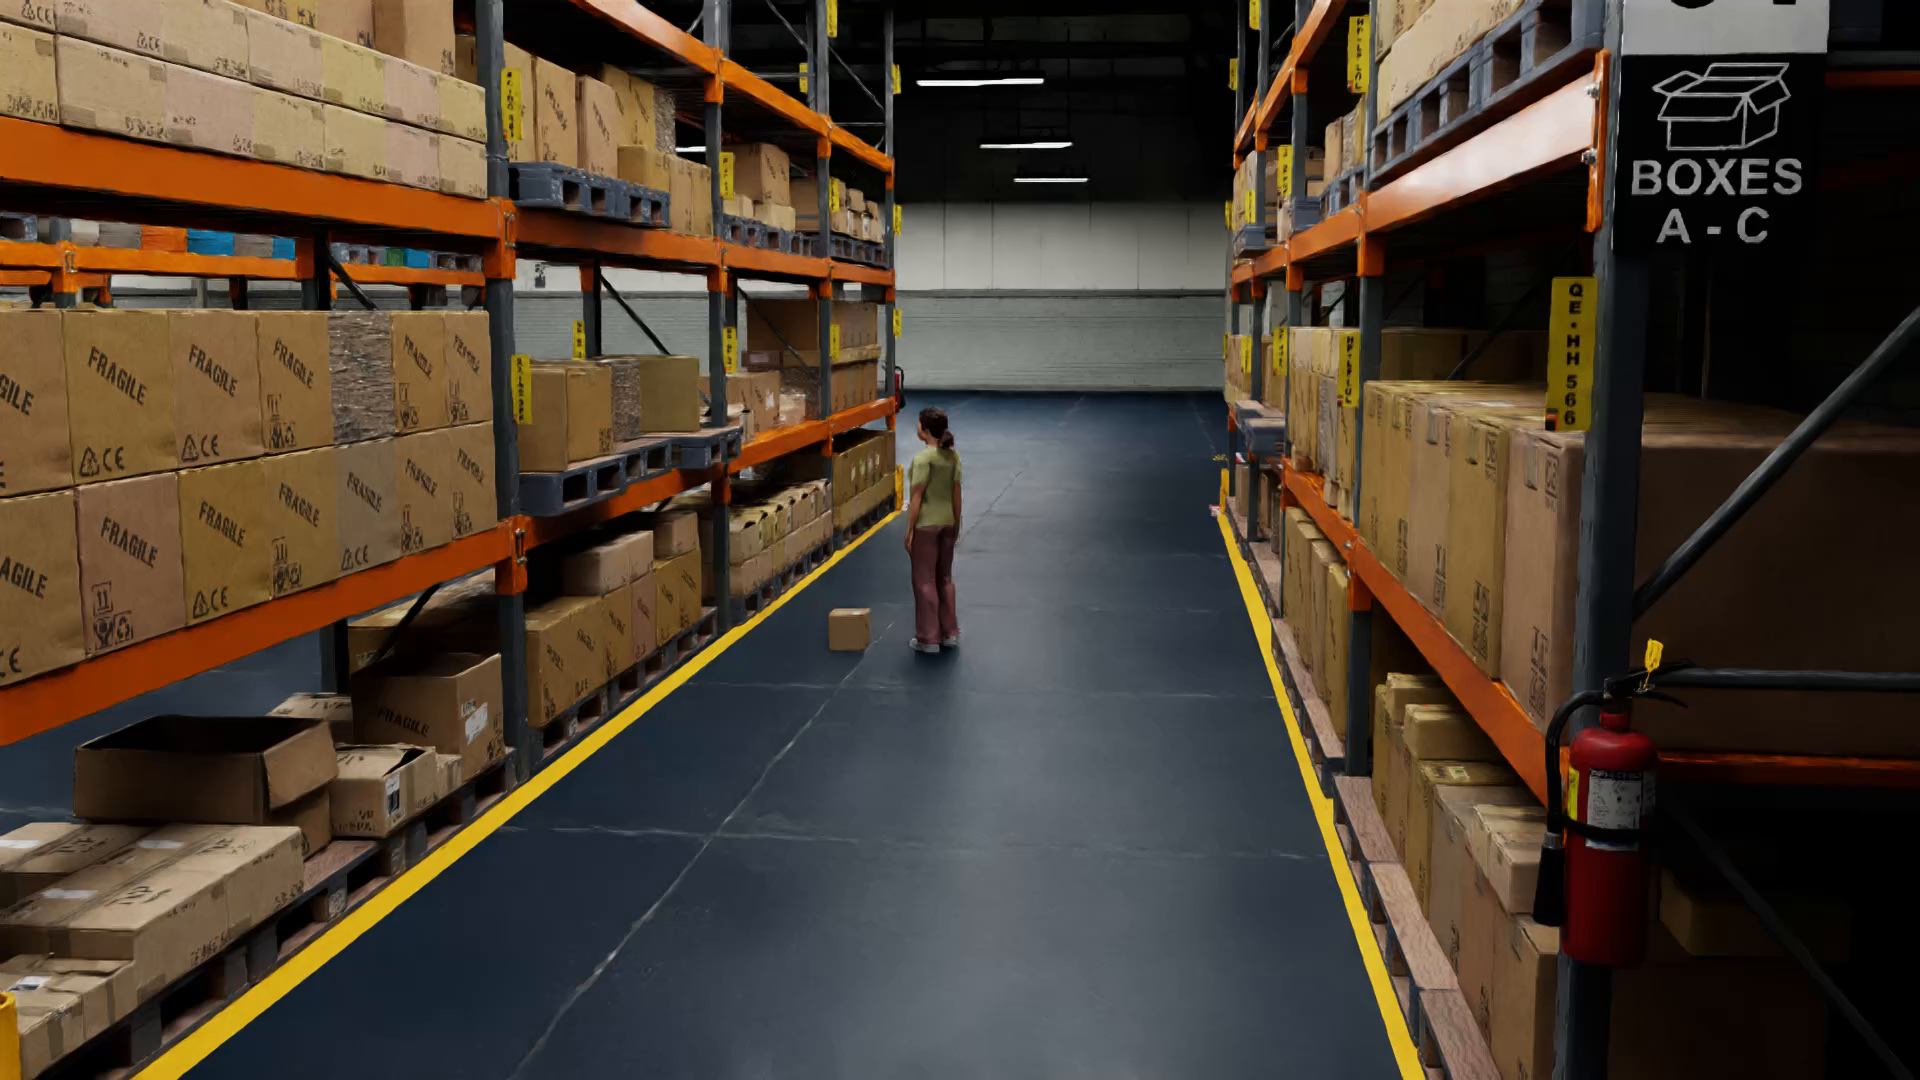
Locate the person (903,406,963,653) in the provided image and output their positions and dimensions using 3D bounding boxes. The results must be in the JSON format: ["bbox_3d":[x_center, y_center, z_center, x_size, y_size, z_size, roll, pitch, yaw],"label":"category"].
[{"bbox_3d":[-0.178,-0.077,11.314,0.420,1.670,0.587,6,10,40],"label":"person"}]
